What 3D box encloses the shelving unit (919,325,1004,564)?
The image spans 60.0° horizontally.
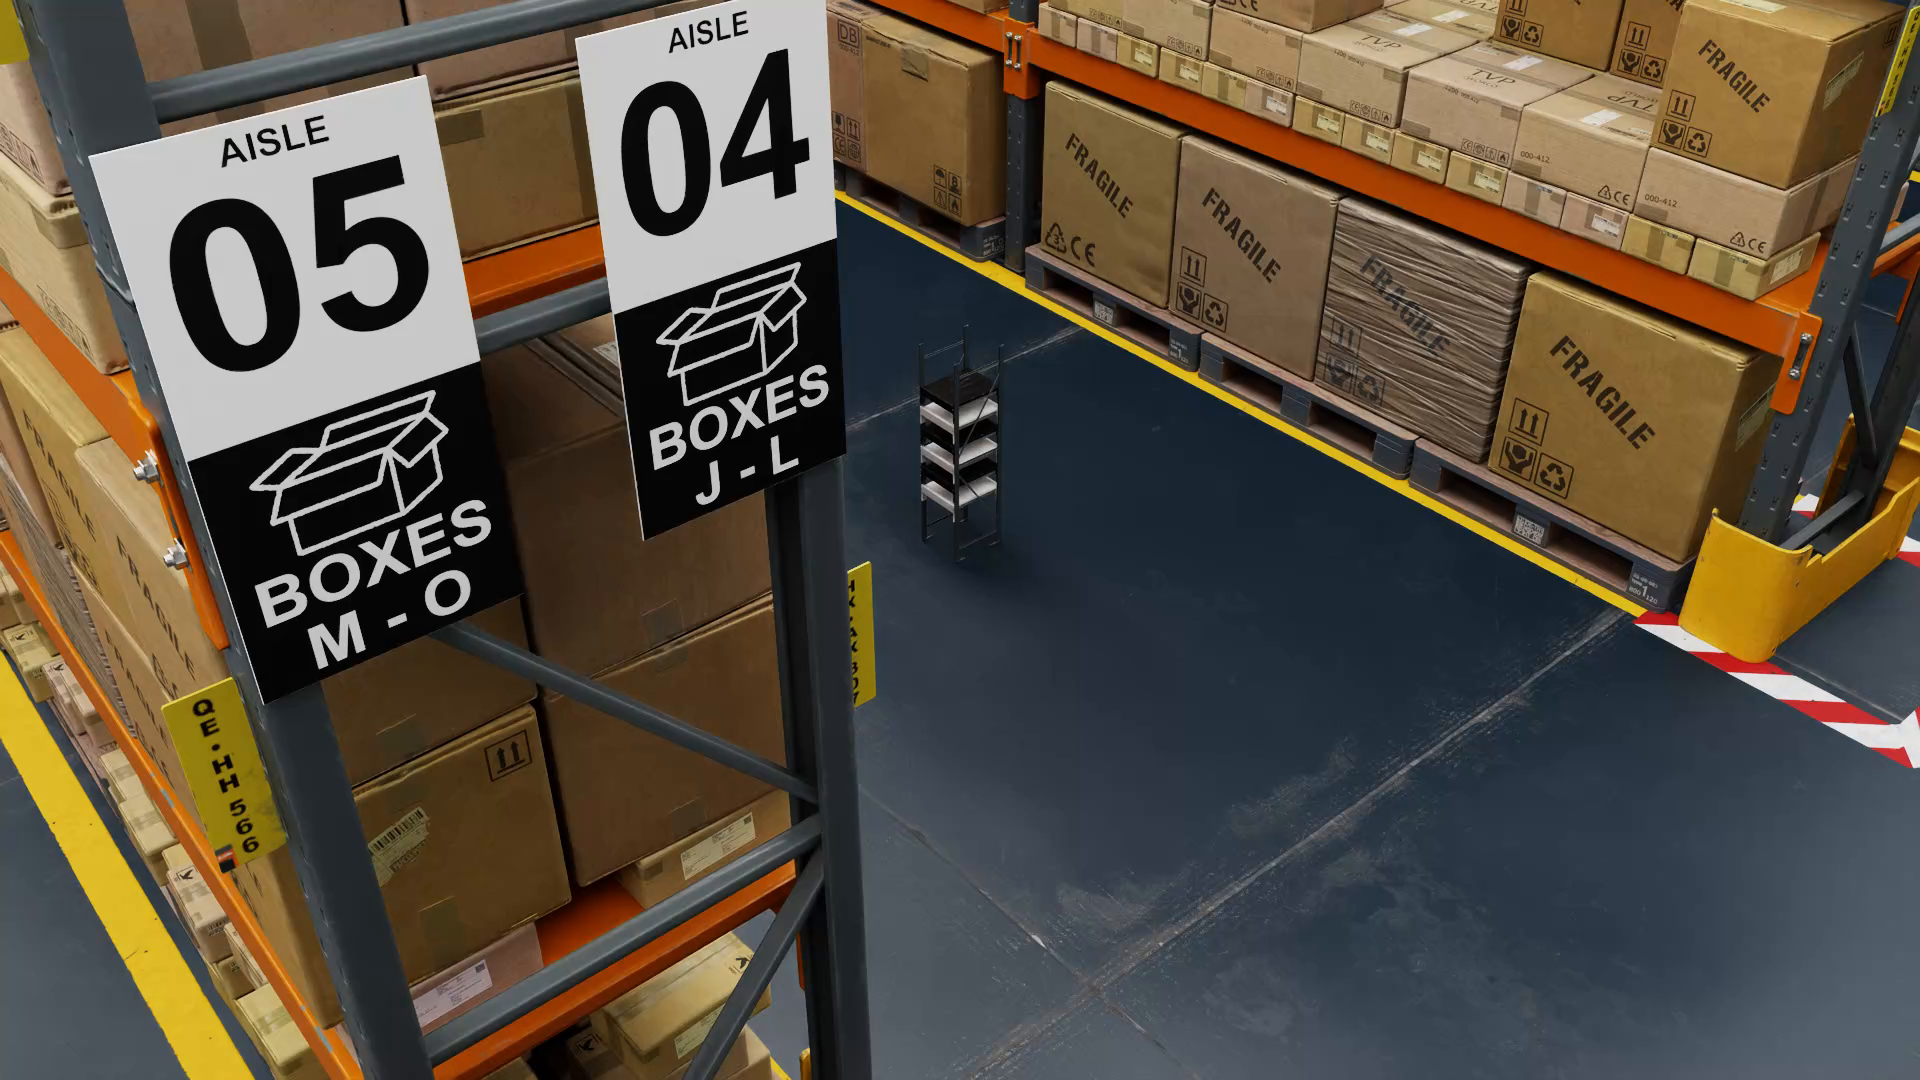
[{"bbox_3d":[0.005,-0.364,6.485,0.258,0.900,0.210,-26,43,-32],"label":"shelving unit"}]

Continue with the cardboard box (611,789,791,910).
[{"bbox_3d":[-0.577,0.584,3.548,0.380,0.149,0.250,-26,43,-32],"label":"cardboard box"}]

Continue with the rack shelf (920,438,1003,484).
[{"bbox_3d":[0.005,-0.336,6.504,0.258,0.077,0.200,-26,43,-32],"label":"rack shelf"}]

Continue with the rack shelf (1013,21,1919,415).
[{"bbox_3d":[1.945,-1.648,7.104,1.077,0.370,4.000,-26,43,-32],"label":"rack shelf"}]

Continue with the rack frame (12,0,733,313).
[{"bbox_3d":[-0.618,-1.702,1.367,1.000,3.000,0.127,-26,43,-32],"label":"rack frame"}]

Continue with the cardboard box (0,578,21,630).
[{"bbox_3d":[-3.210,0.131,5.816,0.380,0.149,0.250,-24,42,-30],"label":"cardboard box"}]

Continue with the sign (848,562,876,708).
[{"bbox_3d":[-0.204,0.191,3.136,0.100,0.325,0.005,-26,43,-32],"label":"sign"}]

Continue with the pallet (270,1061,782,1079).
[{"bbox_3d":[-1.164,1.479,4.479,1.003,0.211,1.213,-26,43,-32],"label":"pallet"}]

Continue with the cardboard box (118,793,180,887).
[{"bbox_3d":[-2.208,0.807,4.861,0.380,0.149,0.250,-26,43,-31],"label":"cardboard box"}]

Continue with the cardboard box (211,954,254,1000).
[{"bbox_3d":[-1.857,1.038,4.535,0.380,0.149,0.250,-25,42,-31],"label":"cardboard box"}]

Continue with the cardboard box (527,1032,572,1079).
[{"bbox_3d":[-0.943,1.303,4.418,0.380,0.149,0.250,-26,43,-32],"label":"cardboard box"}]

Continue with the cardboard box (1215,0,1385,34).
[{"bbox_3d":[1.420,-2.436,6.818,0.500,0.500,0.500,-28,44,-33],"label":"cardboard box"}]

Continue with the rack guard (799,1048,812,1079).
[{"bbox_3d":[-0.667,1.733,3.870,1.175,0.500,0.348,-26,43,-32],"label":"rack guard"}]

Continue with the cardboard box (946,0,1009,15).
[{"bbox_3d":[0.144,-2.970,8.262,0.500,0.500,0.500,-26,43,-32],"label":"cardboard box"}]

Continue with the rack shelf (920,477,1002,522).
[{"bbox_3d":[0.005,-0.190,6.608,0.258,0.077,0.200,-26,43,-32],"label":"rack shelf"}]

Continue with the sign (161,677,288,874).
[{"bbox_3d":[-1.055,0.343,2.395,0.100,0.325,0.005,-26,43,-32],"label":"sign"}]

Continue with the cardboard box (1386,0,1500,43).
[{"bbox_3d":[2.130,-2.110,7.007,0.500,0.250,0.500,-27,43,-33],"label":"cardboard box"}]

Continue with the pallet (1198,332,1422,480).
[{"bbox_3d":[1.877,-0.783,7.673,1.003,0.211,1.213,-26,43,-32],"label":"pallet"}]

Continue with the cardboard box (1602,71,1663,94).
[{"bbox_3d":[2.792,-1.659,6.369,0.500,0.250,0.500,-27,43,-32],"label":"cardboard box"}]

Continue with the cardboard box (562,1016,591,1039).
[{"bbox_3d":[-0.894,1.148,4.379,0.380,0.149,0.250,-26,43,-32],"label":"cardboard box"}]

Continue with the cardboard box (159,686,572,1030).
[{"bbox_3d":[-1.105,0.482,3.130,0.500,0.500,0.500,-25,42,-31],"label":"cardboard box"}]

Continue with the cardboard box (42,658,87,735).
[{"bbox_3d":[-2.838,0.461,5.607,0.380,0.149,0.250,-26,43,-32],"label":"cardboard box"}]

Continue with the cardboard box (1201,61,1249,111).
[{"bbox_3d":[1.268,-2.007,7.206,0.380,0.149,0.250,-27,43,-32],"label":"cardboard box"}]

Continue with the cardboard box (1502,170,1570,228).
[{"bbox_3d":[2.263,-1.327,6.246,0.380,0.149,0.250,-25,42,-31],"label":"cardboard box"}]

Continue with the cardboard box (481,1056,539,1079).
[{"bbox_3d":[-1.153,1.357,3.828,0.380,0.149,0.250,-25,43,-31],"label":"cardboard box"}]

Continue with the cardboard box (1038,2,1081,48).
[{"bbox_3d":[0.592,-2.468,7.856,0.380,0.149,0.250,-26,43,-32],"label":"cardboard box"}]

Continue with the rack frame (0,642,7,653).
[{"bbox_3d":[-3.199,-1.019,5.594,1.000,3.000,0.127,-26,43,-32],"label":"rack frame"}]

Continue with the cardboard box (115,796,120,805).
[{"bbox_3d":[-2.341,0.811,5.113,0.380,0.149,0.250,-27,44,-33],"label":"cardboard box"}]

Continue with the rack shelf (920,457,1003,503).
[{"bbox_3d":[0.005,-0.263,6.556,0.258,0.077,0.200,-26,43,-32],"label":"rack shelf"}]

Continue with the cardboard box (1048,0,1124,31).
[{"bbox_3d":[0.758,-2.580,7.670,0.500,0.250,0.500,-27,43,-33],"label":"cardboard box"}]

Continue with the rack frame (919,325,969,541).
[{"bbox_3d":[-0.060,-0.409,6.548,0.240,0.900,0.006,-26,43,-32],"label":"rack frame"}]

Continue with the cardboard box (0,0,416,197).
[{"bbox_3d":[-1.110,-0.729,2.286,0.500,0.250,0.500,-27,44,-33],"label":"cardboard box"}]

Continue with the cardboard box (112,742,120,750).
[{"bbox_3d":[-2.462,0.553,5.219,0.380,0.149,0.250,-24,42,-30],"label":"cardboard box"}]

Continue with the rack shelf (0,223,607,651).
[{"bbox_3d":[-1.909,-1.067,3.688,1.077,0.370,4.000,-26,43,-32],"label":"rack shelf"}]

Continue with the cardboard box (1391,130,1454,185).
[{"bbox_3d":[1.927,-1.555,6.568,0.380,0.149,0.250,-26,43,-32],"label":"cardboard box"}]

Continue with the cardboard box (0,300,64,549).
[{"bbox_3d":[-1.773,-0.383,3.486,0.500,0.500,0.500,-24,42,-30],"label":"cardboard box"}]

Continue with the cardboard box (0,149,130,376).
[{"bbox_3d":[-1.114,-0.518,2.421,0.500,0.250,0.500,-27,43,-33],"label":"cardboard box"}]

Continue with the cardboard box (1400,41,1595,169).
[{"bbox_3d":[2.065,-1.683,6.403,0.500,0.250,0.500,-28,44,-33],"label":"cardboard box"}]

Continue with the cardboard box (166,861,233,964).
[{"bbox_3d":[-1.870,0.922,4.442,0.380,0.149,0.250,-24,42,-30],"label":"cardboard box"}]

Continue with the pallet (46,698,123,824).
[{"bbox_3d":[-2.739,0.402,6.000,1.003,0.211,1.213,-26,43,-32],"label":"pallet"}]

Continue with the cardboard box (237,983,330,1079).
[{"bbox_3d":[-1.536,1.157,4.109,0.380,0.149,0.250,-27,43,-33],"label":"cardboard box"}]

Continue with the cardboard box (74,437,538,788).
[{"bbox_3d":[-1.103,0.067,2.851,0.500,0.500,0.500,-27,43,-33],"label":"cardboard box"}]

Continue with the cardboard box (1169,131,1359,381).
[{"bbox_3d":[1.600,-1.410,7.621,0.875,0.875,0.875,-26,43,-32],"label":"cardboard box"}]

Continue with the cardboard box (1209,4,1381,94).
[{"bbox_3d":[1.414,-2.132,7.037,0.500,0.250,0.500,-25,42,-31],"label":"cardboard box"}]

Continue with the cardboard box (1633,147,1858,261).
[{"bbox_3d":[2.721,-1.234,5.769,0.500,0.250,0.500,-27,43,-32],"label":"cardboard box"}]

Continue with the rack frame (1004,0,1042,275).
[{"bbox_3d":[0.655,-2.825,8.143,1.000,3.000,0.127,-26,43,-32],"label":"rack frame"}]

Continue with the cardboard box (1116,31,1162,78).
[{"bbox_3d":[0.932,-2.236,7.529,0.380,0.149,0.250,-25,42,-30],"label":"cardboard box"}]

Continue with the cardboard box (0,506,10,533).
[{"bbox_3d":[-2.450,-0.417,4.400,0.500,0.500,0.500,-27,43,-33],"label":"cardboard box"}]

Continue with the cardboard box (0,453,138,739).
[{"bbox_3d":[-1.768,0.032,3.765,0.500,0.500,0.500,-26,43,-32],"label":"cardboard box"}]

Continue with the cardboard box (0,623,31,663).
[{"bbox_3d":[-3.210,0.253,5.900,0.380,0.149,0.250,-28,44,-34],"label":"cardboard box"}]

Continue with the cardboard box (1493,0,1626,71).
[{"bbox_3d":[2.471,-2.185,6.463,0.500,0.500,0.500,-27,44,-33],"label":"cardboard box"}]

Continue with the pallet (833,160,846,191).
[{"bbox_3d":[-0.692,-2.538,10.151,1.003,0.211,1.213,-26,43,-32],"label":"pallet"}]

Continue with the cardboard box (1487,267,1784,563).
[{"bbox_3d":[2.762,-0.616,6.499,0.875,0.875,0.875,-26,43,-32],"label":"cardboard box"}]

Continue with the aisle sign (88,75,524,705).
[{"bbox_3d":[-0.800,-0.170,2.146,0.394,0.787,0.004,-26,43,-32],"label":"aisle sign"}]

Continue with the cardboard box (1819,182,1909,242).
[{"bbox_3d":[3.259,-1.236,6.117,0.380,0.149,0.250,-25,43,-31],"label":"cardboard box"}]

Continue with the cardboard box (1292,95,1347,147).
[{"bbox_3d":[1.599,-1.780,6.885,0.380,0.149,0.250,-27,44,-33],"label":"cardboard box"}]

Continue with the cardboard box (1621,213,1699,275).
[{"bbox_3d":[2.586,-1.105,5.932,0.380,0.149,0.250,-26,43,-31],"label":"cardboard box"}]

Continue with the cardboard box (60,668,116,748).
[{"bbox_3d":[-2.514,0.446,5.114,0.380,0.149,0.250,-25,42,-31],"label":"cardboard box"}]

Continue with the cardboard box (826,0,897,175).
[{"bbox_3d":[-0.351,-2.798,9.581,1.225,0.875,0.875,-28,44,-33],"label":"cardboard box"}]
